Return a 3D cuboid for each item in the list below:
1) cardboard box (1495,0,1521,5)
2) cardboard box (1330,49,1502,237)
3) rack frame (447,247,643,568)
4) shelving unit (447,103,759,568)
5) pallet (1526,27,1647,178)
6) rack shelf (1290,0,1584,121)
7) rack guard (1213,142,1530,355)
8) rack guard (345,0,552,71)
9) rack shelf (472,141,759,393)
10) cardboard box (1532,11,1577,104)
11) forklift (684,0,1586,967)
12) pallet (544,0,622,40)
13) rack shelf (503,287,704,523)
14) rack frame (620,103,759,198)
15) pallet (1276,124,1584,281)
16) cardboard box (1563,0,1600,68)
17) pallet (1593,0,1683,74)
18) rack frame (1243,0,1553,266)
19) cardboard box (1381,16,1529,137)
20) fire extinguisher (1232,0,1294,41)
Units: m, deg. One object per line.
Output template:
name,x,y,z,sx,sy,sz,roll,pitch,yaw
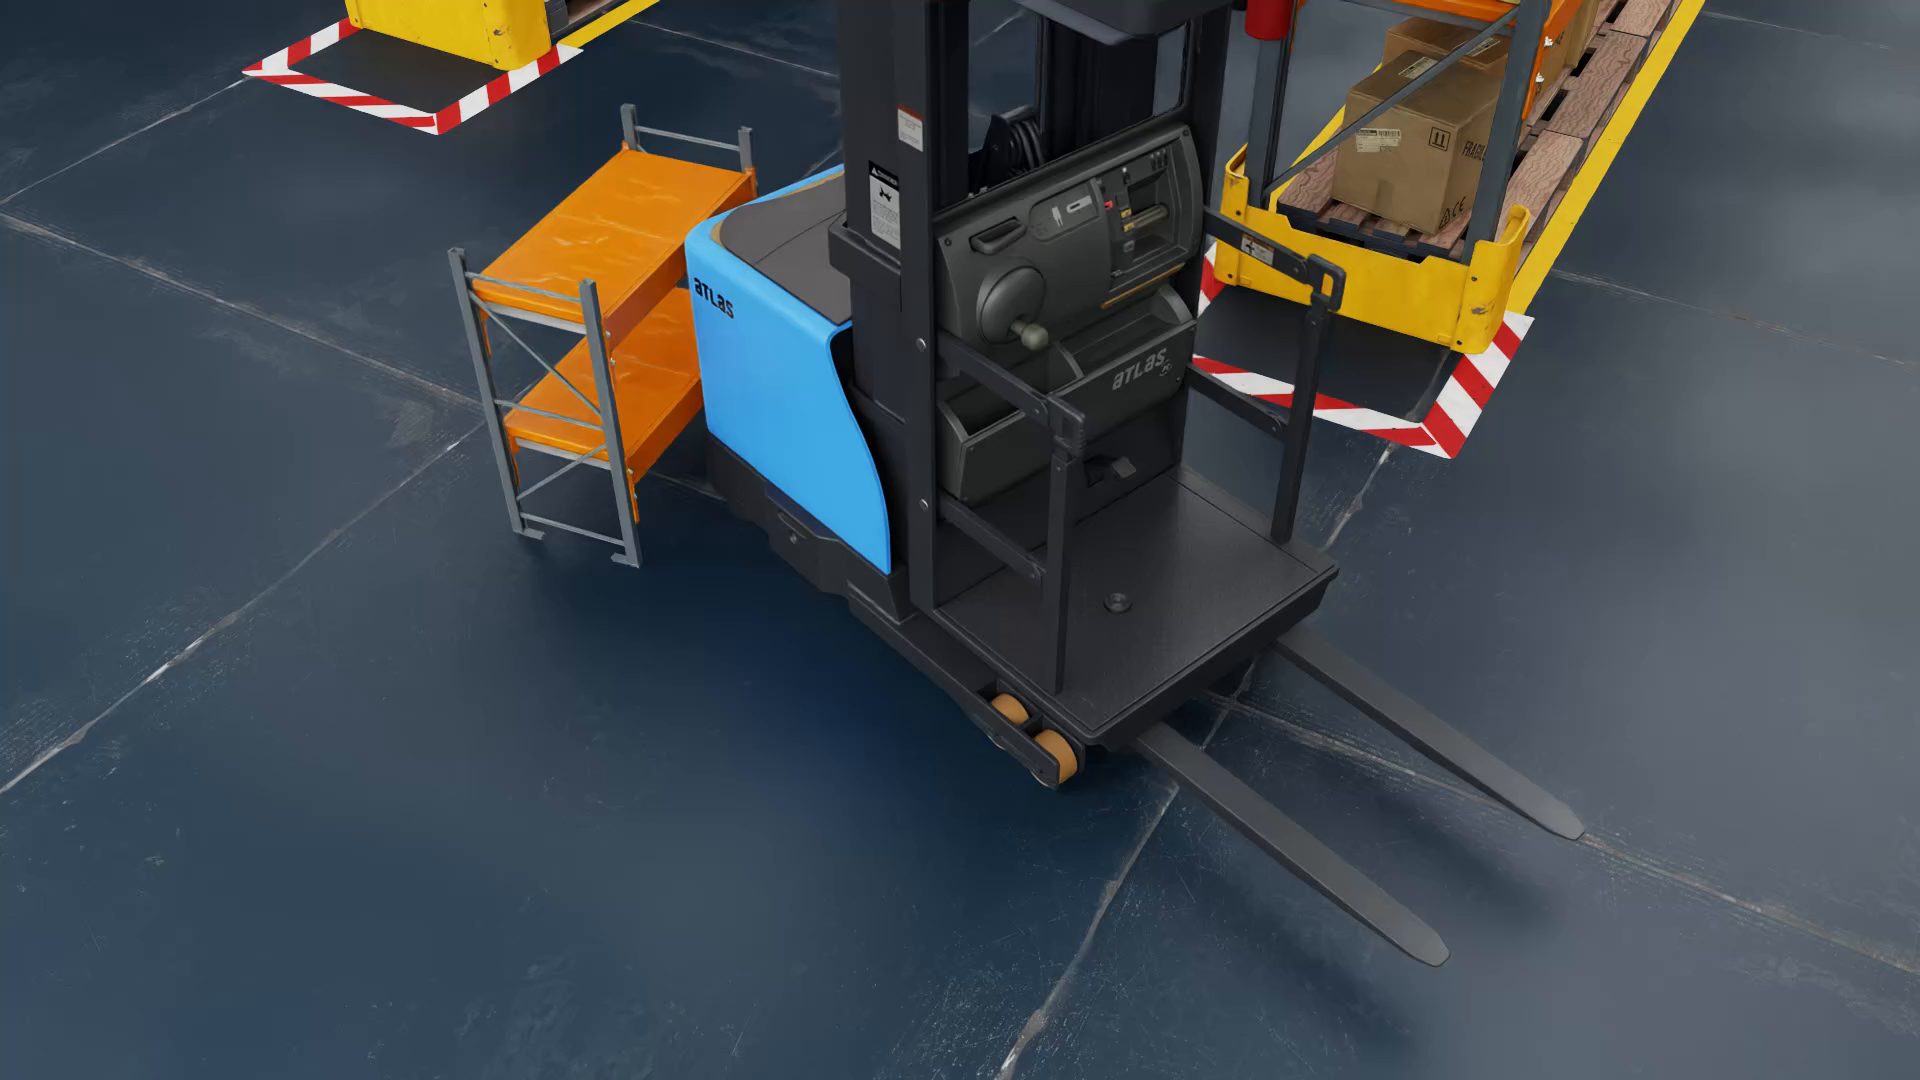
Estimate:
cardboard box,1.948,-2.082,6.034,0.380,0.149,0.250,21,45,22
cardboard box,1.926,-1.663,6.942,0.500,0.500,0.500,30,49,29
rack frame,-1.317,-0.400,5.353,0.500,1.125,0.032,15,44,16
shelving unit,-1.128,-0.711,5.707,0.538,1.125,1.048,15,44,16
pallet,2.686,-2.237,8.131,1.003,0.211,1.213,21,45,22
rack shelf,2.600,-2.966,7.393,1.077,0.370,4.000,21,45,22
rack guard,1.637,-1.197,6.731,1.175,0.500,0.348,21,45,22
rack guard,-2.692,-2.851,8.609,1.175,0.500,0.348,21,45,22
rack shelf,-1.128,-0.931,5.513,0.538,0.278,1.000,15,44,16
cardboard box,2.525,-2.368,7.743,0.500,0.500,0.500,25,47,26
forklift,0.458,-0.754,4.388,1.130,2.935,3.031,-30,49,-30
pallet,-2.280,-3.205,9.230,1.003,0.211,1.213,21,45,22
rack shelf,-1.128,-0.528,5.868,0.538,0.278,1.000,15,44,16
rack frame,-0.938,-1.023,6.061,0.500,1.125,0.032,15,44,16
pallet,2.074,-1.542,7.341,1.003,0.211,1.213,21,45,22
cardboard box,2.843,-2.673,8.089,0.500,0.500,0.500,17,44,18
pallet,3.295,-2.938,8.926,1.003,0.211,1.213,21,45,22
rack frame,1.599,-2.092,5.856,1.000,3.000,0.127,21,45,22
cardboard box,2.196,-2.016,7.344,0.500,0.500,0.500,-33,51,-32
fire extinguisher,1.143,-2.150,5.980,0.296,0.674,0.183,21,45,22
